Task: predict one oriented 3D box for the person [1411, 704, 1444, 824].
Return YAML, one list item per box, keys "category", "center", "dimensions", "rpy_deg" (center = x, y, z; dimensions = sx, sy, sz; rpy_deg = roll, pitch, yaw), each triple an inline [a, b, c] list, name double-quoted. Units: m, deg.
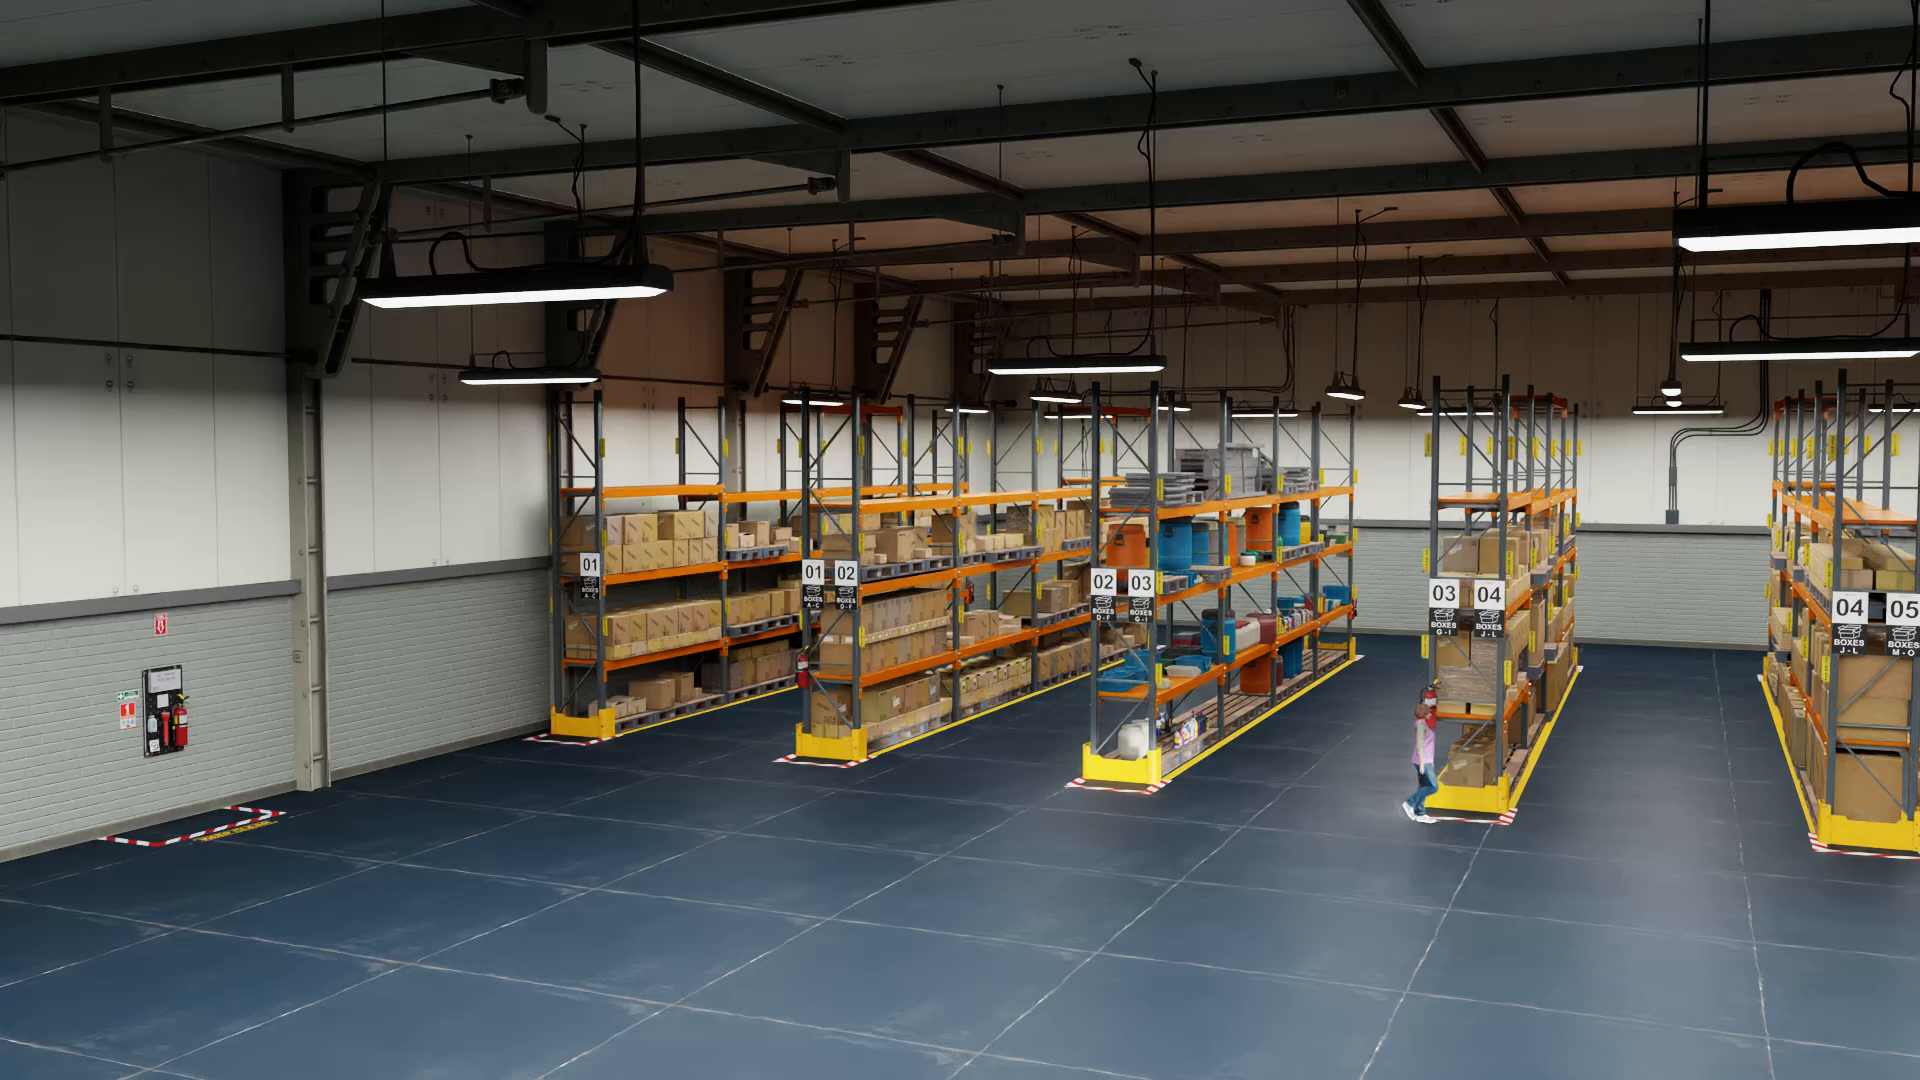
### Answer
- category: "person"
  center: [6.200, 2.978, 22.104]
  dimensions: [0.410, 1.592, 0.432]
  rpy_deg: [0, 3, 5]
